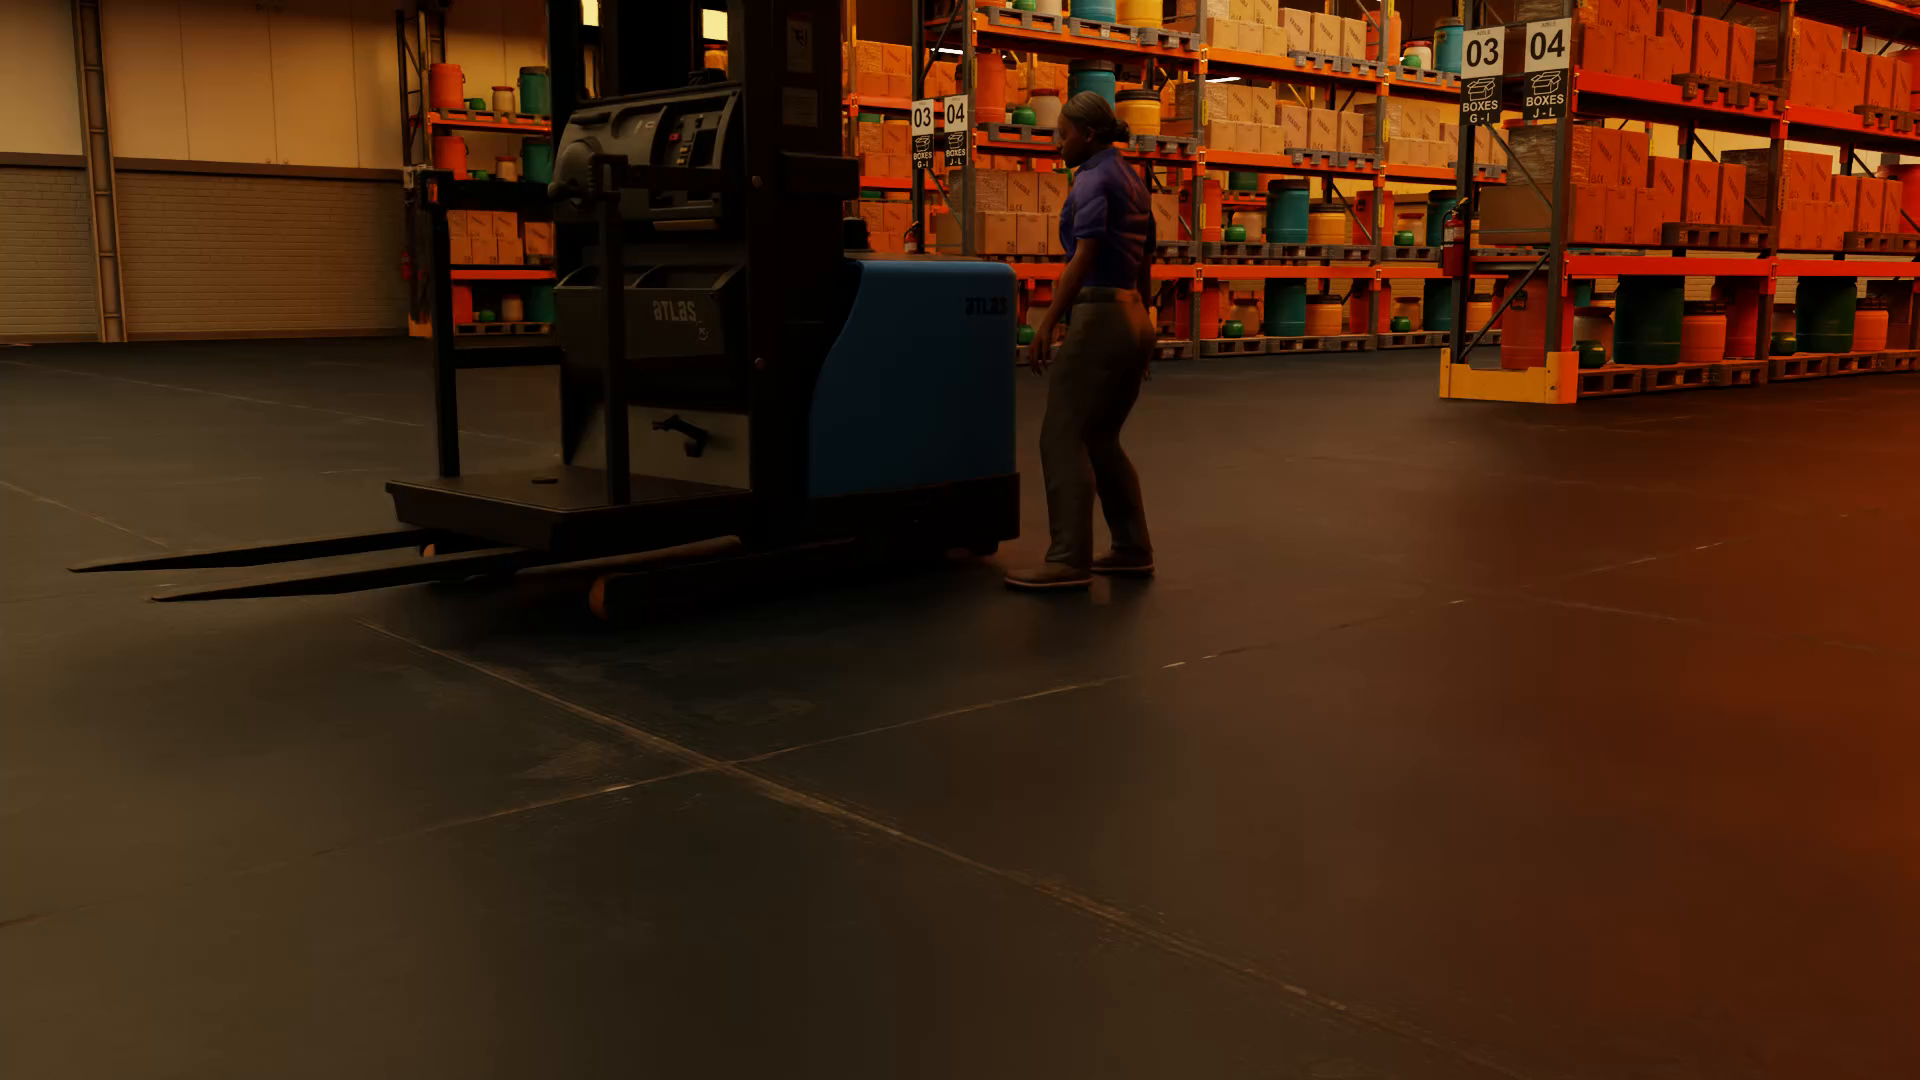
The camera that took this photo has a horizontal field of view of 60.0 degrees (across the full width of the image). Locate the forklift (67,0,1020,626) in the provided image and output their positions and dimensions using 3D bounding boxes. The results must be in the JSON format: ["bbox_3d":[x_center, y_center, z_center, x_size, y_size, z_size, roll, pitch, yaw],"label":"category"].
[{"bbox_3d":[-1.169,-1.282,5.238,1.130,2.935,3.031,8,12,44],"label":"forklift"}]

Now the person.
[{"bbox_3d":[0.452,-0.651,5.616,0.381,1.575,0.700,4,10,25],"label":"person"}]
